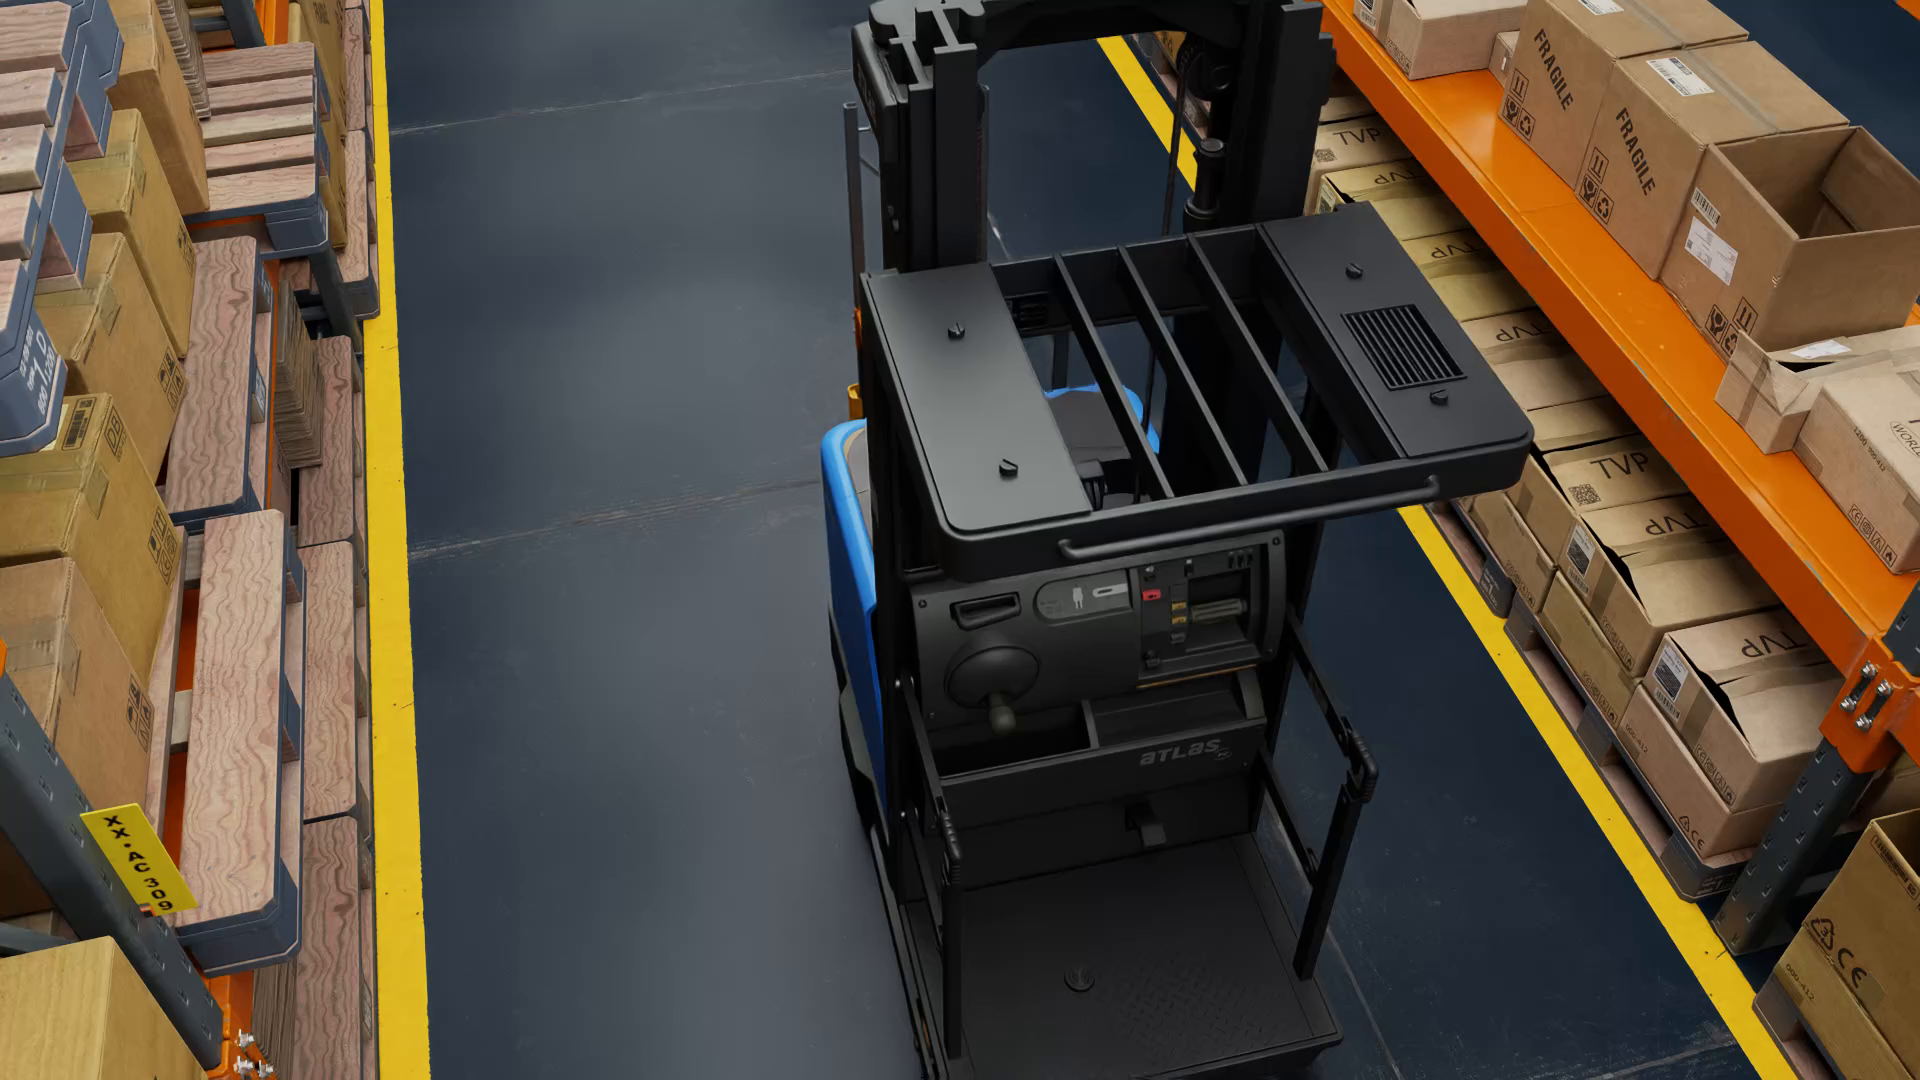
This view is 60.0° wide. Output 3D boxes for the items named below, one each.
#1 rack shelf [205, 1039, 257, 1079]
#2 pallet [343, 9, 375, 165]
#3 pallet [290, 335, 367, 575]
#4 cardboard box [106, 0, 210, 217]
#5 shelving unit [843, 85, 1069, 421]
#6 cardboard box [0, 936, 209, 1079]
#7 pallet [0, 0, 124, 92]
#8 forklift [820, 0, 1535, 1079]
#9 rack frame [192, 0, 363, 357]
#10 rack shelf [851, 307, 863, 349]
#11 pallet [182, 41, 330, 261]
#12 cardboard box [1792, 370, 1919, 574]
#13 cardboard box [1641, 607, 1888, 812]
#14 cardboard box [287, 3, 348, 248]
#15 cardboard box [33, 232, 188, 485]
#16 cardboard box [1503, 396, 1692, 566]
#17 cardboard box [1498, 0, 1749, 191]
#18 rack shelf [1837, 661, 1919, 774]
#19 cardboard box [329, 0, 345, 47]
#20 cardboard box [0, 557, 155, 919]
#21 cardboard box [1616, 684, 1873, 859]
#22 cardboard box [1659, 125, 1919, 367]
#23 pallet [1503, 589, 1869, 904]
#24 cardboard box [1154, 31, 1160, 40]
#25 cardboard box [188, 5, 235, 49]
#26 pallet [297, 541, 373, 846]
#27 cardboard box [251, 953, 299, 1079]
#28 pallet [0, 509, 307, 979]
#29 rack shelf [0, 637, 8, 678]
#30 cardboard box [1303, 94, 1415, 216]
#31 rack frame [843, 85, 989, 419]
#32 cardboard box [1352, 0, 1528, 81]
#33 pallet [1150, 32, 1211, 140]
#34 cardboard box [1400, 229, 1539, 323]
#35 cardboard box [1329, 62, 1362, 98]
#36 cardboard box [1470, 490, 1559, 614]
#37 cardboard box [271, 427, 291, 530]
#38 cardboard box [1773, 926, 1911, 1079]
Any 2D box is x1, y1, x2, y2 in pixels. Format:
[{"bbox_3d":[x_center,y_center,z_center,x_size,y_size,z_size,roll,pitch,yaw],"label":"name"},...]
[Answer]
[{"bbox_3d":[-1.479,2.618,2.088,1.077,0.370,4.000,-11,47,-10],"label":"rack shelf"},{"bbox_3d":[-3.453,-2.199,8.257,1.003,0.211,1.213,-11,47,-10],"label":"pallet"},{"bbox_3d":[-2.817,-0.260,6.357,1.003,0.211,1.213,-11,47,-10],"label":"pallet"},{"bbox_3d":[-2.716,-1.261,5.008,0.700,0.500,0.500,-15,47,-14],"label":"cardboard box"},{"bbox_3d":[-0.030,-0.627,5.814,0.587,1.500,1.083,-10,46,-9],"label":"shelving unit"},{"bbox_3d":[-1.571,1.038,2.698,0.500,0.500,0.500,-11,47,-10],"label":"cardboard box"},{"bbox_3d":[-2.315,-1.160,3.318,1.213,0.211,1.003,-11,47,-10],"label":"pallet"},{"bbox_3d":[0.398,0.314,3.890,1.130,2.935,3.031,-10,46,-9],"label":"forklift"},{"bbox_3d":[-3.015,-1.776,5.890,1.000,3.000,0.127,-11,47,-10],"label":"rack frame"},{"bbox_3d":[-0.028,-0.494,5.936,0.538,0.185,1.000,-10,46,-9],"label":"rack shelf"},{"bbox_3d":[-2.730,-1.236,5.496,1.213,0.211,1.003,-11,47,-10],"label":"pallet"},{"bbox_3d":[2.628,-0.202,4.453,0.500,0.250,0.500,-8,46,-8],"label":"cardboard box"},{"bbox_3d":[2.416,0.469,4.928,0.500,0.311,0.500,-11,47,-10],"label":"cardboard box"},{"bbox_3d":[-3.077,-1.702,7.029,0.750,0.750,0.750,-11,47,-11],"label":"cardboard box"},{"bbox_3d":[-2.423,-0.397,4.161,0.700,0.500,0.500,-5,46,-5],"label":"cardboard box"},{"bbox_3d":[2.151,-0.234,5.617,0.500,0.311,0.500,-11,47,-10],"label":"cardboard box"},{"bbox_3d":[2.218,-1.564,5.612,0.500,0.500,0.500,-13,47,-12],"label":"cardboard box"},{"bbox_3d":[3.309,1.710,2.978,1.077,0.370,4.000,-11,47,-10],"label":"rack shelf"},{"bbox_3d":[-3.517,-2.894,8.197,0.750,0.750,0.750,-9,46,-9],"label":"cardboard box"},{"bbox_3d":[-2.088,0.439,3.342,0.700,0.500,0.500,-11,47,-10],"label":"cardboard box"},{"bbox_3d":[2.410,0.659,5.135,0.500,0.250,0.500,-11,47,-11],"label":"cardboard box"},{"bbox_3d":[2.481,-0.855,4.917,0.500,0.500,0.500,-8,46,-7],"label":"cardboard box"},{"bbox_3d":[2.570,0.552,5.561,1.003,0.211,1.213,-11,47,-10],"label":"pallet"},{"bbox_3d":[1.174,-2.924,8.457,0.500,0.500,0.500,-12,47,-12],"label":"cardboard box"},{"bbox_3d":[-2.876,-1.965,6.237,0.380,0.149,0.250,-11,47,-11],"label":"cardboard box"},{"bbox_3d":[-2.508,0.580,5.533,1.003,0.211,1.213,-11,47,-10],"label":"pallet"},{"bbox_3d":[-2.196,1.201,4.415,0.700,0.500,0.500,-9,46,-9],"label":"cardboard box"},{"bbox_3d":[-2.046,0.498,3.796,1.003,0.211,1.213,-11,47,-10],"label":"pallet"},{"bbox_3d":[-2.503,-1.193,3.723,1.077,0.370,4.000,-11,47,-10],"label":"rack shelf"},{"bbox_3d":[1.623,-1.650,7.005,0.500,0.311,0.500,-9,46,-9],"label":"cardboard box"},{"bbox_3d":[-0.146,-0.973,6.154,0.500,1.500,0.032,-10,46,-9],"label":"rack frame"},{"bbox_3d":[1.814,-2.000,6.172,0.500,0.311,0.500,-11,47,-11],"label":"cardboard box"},{"bbox_3d":[1.618,-2.231,8.288,1.003,0.211,1.213,-11,47,-10],"label":"pallet"},{"bbox_3d":[1.894,-0.936,6.306,0.500,0.311,0.500,-12,47,-11],"label":"cardboard box"},{"bbox_3d":[1.932,-2.330,7.875,0.500,0.500,0.500,-9,46,-9],"label":"cardboard box"},{"bbox_3d":[2.151,-0.043,5.823,0.500,0.250,0.500,-10,46,-9],"label":"cardboard box"},{"bbox_3d":[-2.761,-0.191,5.779,0.700,0.500,0.500,-11,47,-10],"label":"cardboard box"},{"bbox_3d":[2.622,1.268,4.538,0.500,0.250,0.500,-11,47,-10],"label":"cardboard box"}]
